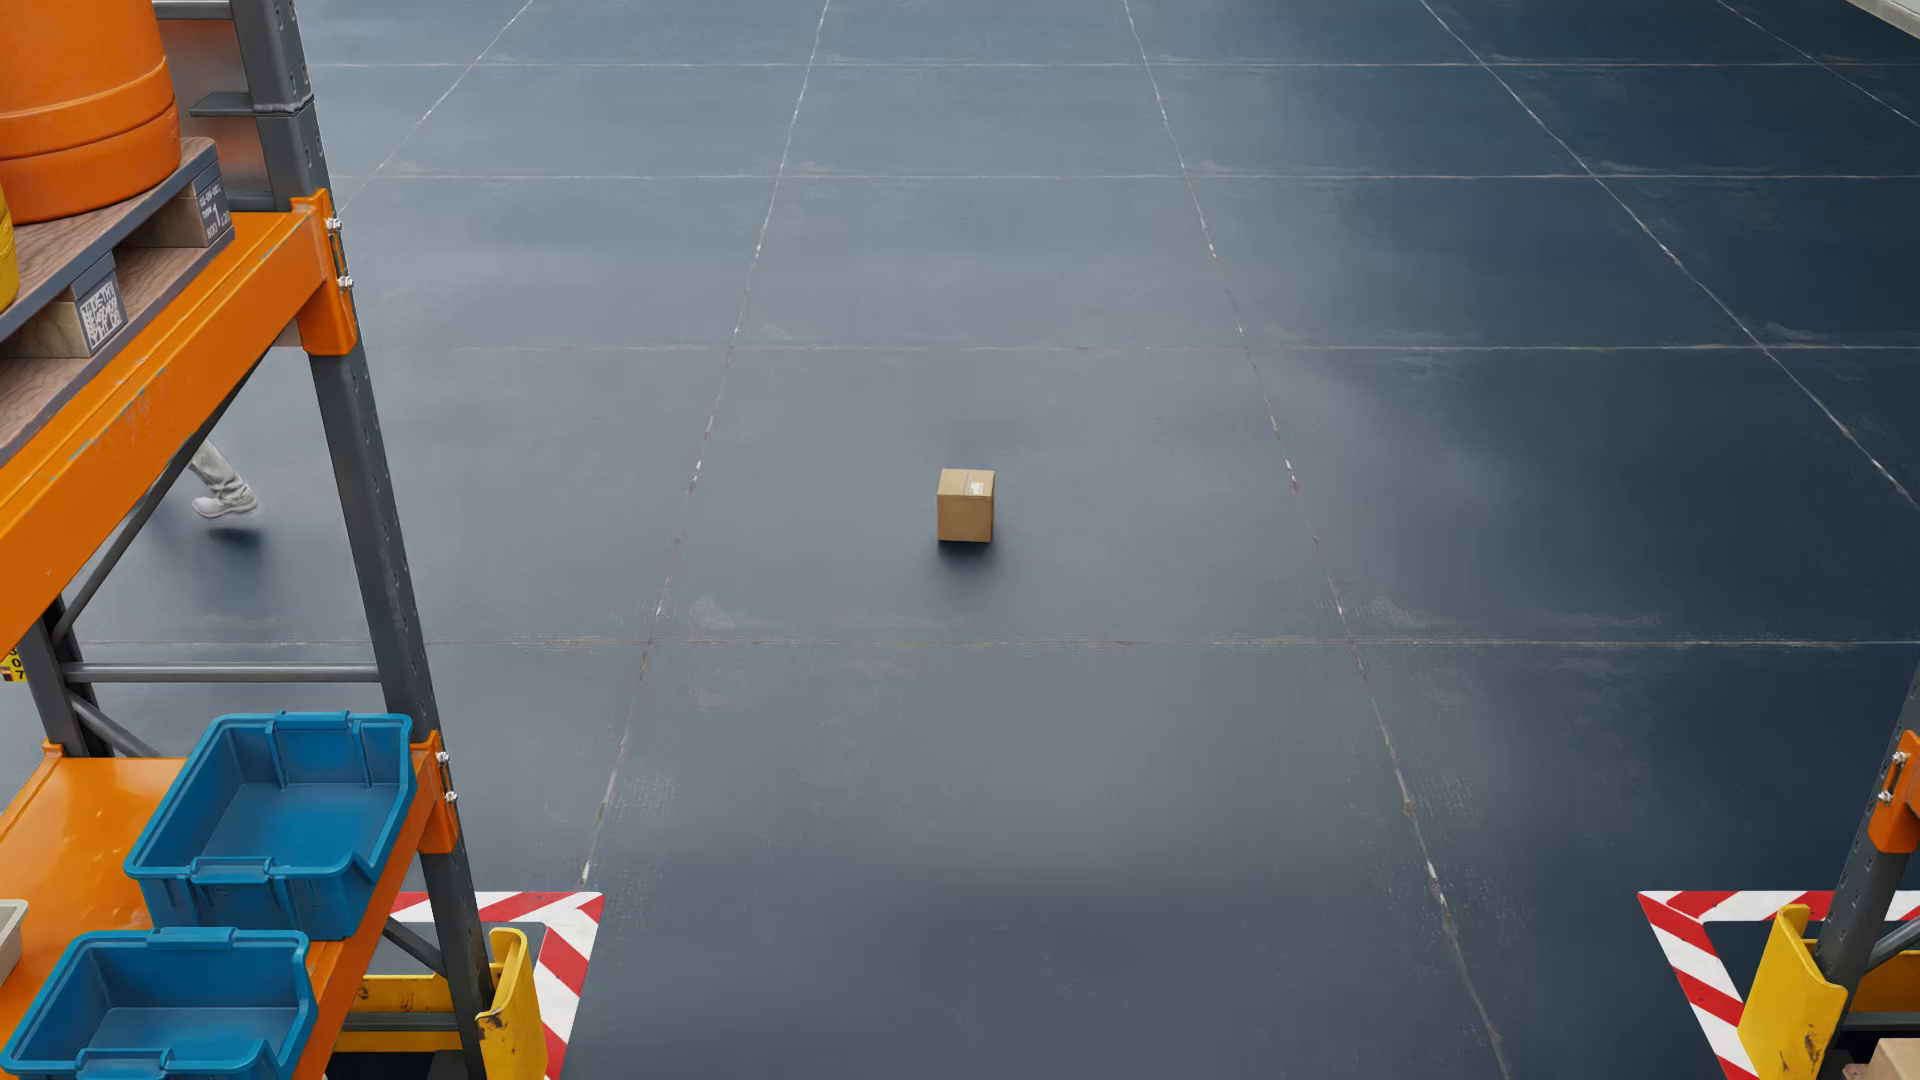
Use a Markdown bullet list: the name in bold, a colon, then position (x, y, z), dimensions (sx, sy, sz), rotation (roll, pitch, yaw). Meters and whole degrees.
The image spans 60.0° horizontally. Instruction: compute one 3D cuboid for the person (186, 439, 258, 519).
- **person**: position (-3.836, -0.906, 7.611), dimensions (1.028, 1.743, 0.552), rotation (5, 32, 7)
